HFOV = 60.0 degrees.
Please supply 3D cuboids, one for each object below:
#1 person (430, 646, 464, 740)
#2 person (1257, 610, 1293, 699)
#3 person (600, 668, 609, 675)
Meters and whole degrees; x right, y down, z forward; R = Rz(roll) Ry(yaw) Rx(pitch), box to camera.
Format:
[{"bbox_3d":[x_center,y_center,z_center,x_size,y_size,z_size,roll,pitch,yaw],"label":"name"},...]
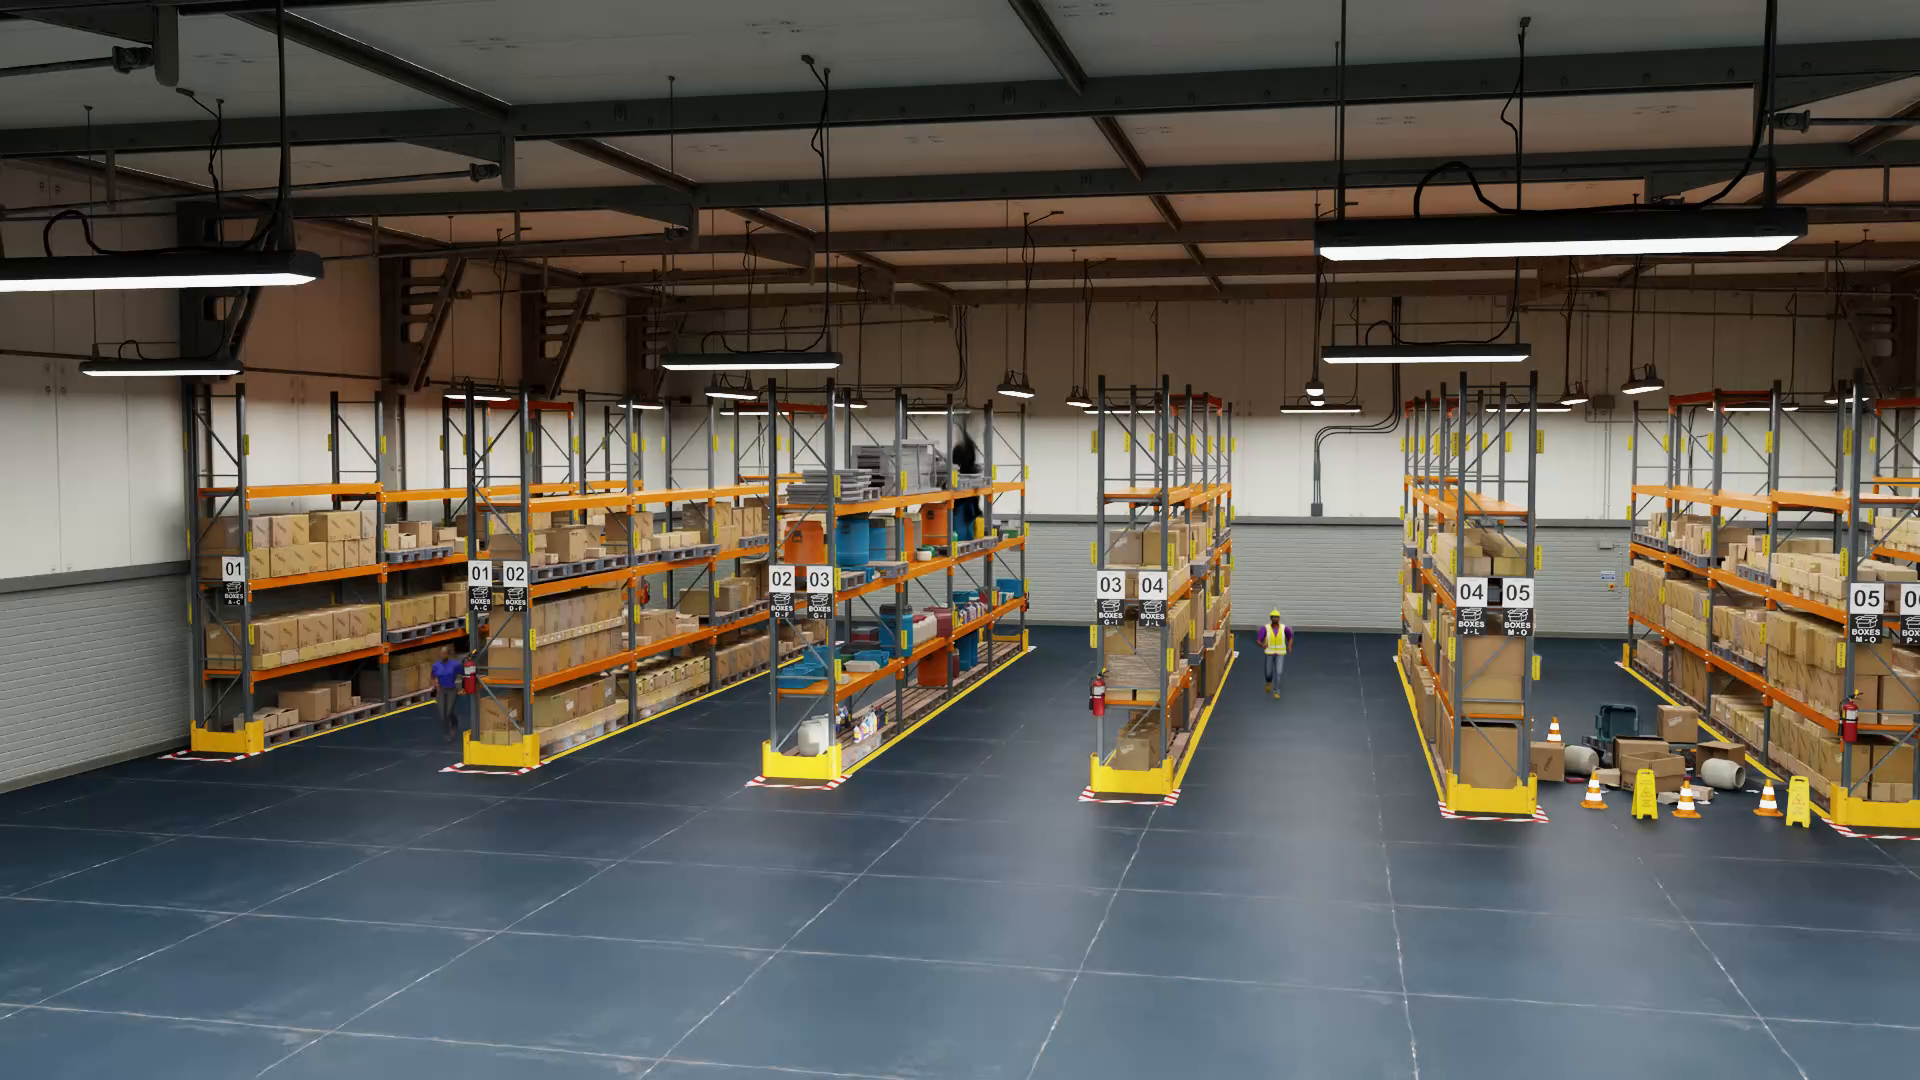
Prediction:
[{"bbox_3d":[-8.633,2.592,27.970,0.540,1.611,0.664,0,3,-5],"label":"person"},{"bbox_3d":[6.242,2.257,32.918,0.714,1.733,0.791,0,3,7],"label":"person"},{"bbox_3d":[-7.433,2.175,34.497,0.714,1.779,1.111,0,3,4],"label":"person"}]
